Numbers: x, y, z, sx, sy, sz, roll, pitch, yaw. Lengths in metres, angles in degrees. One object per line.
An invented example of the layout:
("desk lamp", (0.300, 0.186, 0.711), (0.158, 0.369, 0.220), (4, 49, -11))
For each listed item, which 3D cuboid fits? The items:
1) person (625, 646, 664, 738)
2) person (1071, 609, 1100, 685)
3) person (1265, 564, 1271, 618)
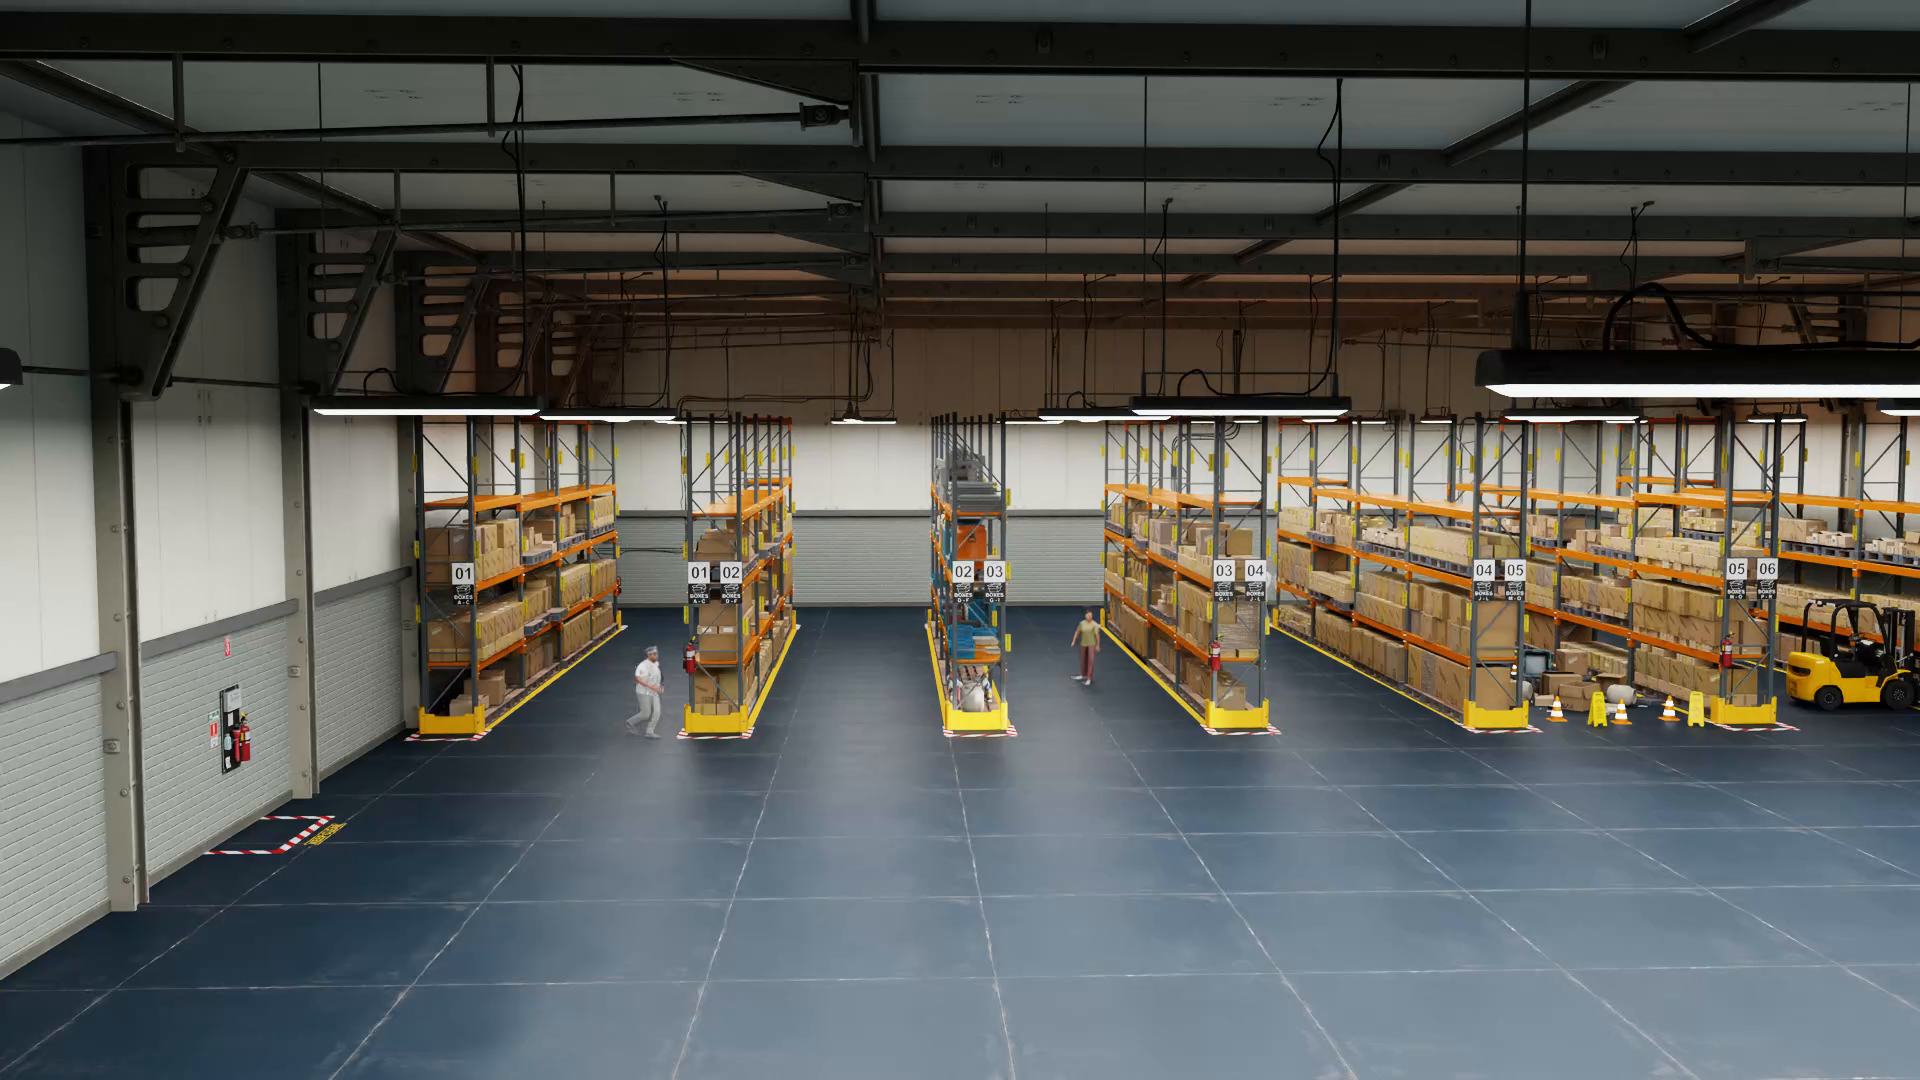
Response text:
("person", (-5.793, 2.791, 30.612), (0.776, 1.726, 0.659), (2, 4, 29))
("person", (2.813, 2.370, 37.210), (0.616, 1.663, 0.761), (2, 4, 26))
("person", (8.845, 1.550, 48.628), (0.755, 1.795, 0.680), (-3, 5, -36))
